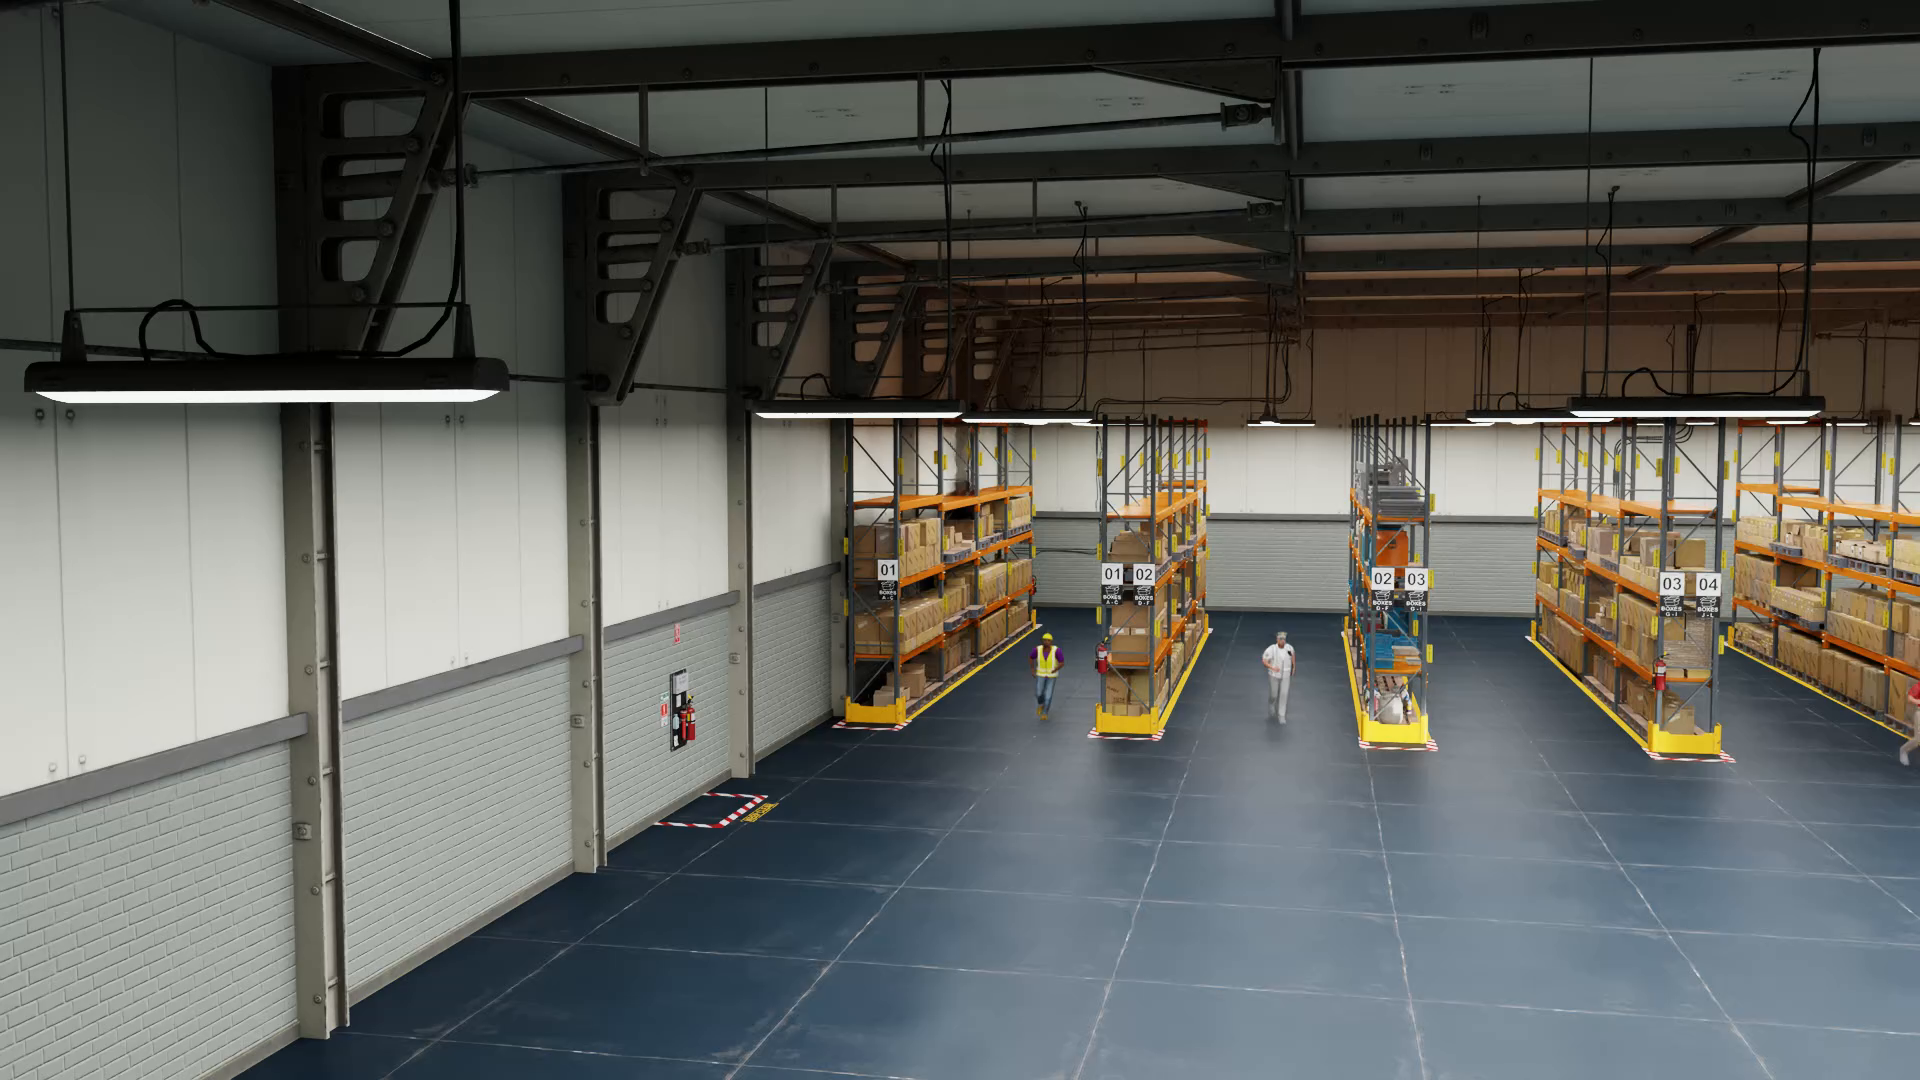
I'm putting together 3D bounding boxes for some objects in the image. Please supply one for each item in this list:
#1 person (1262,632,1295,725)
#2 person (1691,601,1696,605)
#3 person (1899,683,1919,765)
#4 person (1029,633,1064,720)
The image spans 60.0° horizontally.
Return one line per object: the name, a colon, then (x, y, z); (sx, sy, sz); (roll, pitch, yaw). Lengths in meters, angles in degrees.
person: (6.271, 2.671, 32.691); (0.686, 1.780, 1.014); (0, 4, -4)
person: (19.875, 1.867, 45.054); (1.057, 1.675, 0.778); (0, 4, -1)
person: (16.288, 3.006, 27.904); (0.726, 1.674, 0.939); (-1, 4, -11)
person: (1.693, 2.684, 32.654); (0.705, 1.717, 0.564); (0, 4, 7)
